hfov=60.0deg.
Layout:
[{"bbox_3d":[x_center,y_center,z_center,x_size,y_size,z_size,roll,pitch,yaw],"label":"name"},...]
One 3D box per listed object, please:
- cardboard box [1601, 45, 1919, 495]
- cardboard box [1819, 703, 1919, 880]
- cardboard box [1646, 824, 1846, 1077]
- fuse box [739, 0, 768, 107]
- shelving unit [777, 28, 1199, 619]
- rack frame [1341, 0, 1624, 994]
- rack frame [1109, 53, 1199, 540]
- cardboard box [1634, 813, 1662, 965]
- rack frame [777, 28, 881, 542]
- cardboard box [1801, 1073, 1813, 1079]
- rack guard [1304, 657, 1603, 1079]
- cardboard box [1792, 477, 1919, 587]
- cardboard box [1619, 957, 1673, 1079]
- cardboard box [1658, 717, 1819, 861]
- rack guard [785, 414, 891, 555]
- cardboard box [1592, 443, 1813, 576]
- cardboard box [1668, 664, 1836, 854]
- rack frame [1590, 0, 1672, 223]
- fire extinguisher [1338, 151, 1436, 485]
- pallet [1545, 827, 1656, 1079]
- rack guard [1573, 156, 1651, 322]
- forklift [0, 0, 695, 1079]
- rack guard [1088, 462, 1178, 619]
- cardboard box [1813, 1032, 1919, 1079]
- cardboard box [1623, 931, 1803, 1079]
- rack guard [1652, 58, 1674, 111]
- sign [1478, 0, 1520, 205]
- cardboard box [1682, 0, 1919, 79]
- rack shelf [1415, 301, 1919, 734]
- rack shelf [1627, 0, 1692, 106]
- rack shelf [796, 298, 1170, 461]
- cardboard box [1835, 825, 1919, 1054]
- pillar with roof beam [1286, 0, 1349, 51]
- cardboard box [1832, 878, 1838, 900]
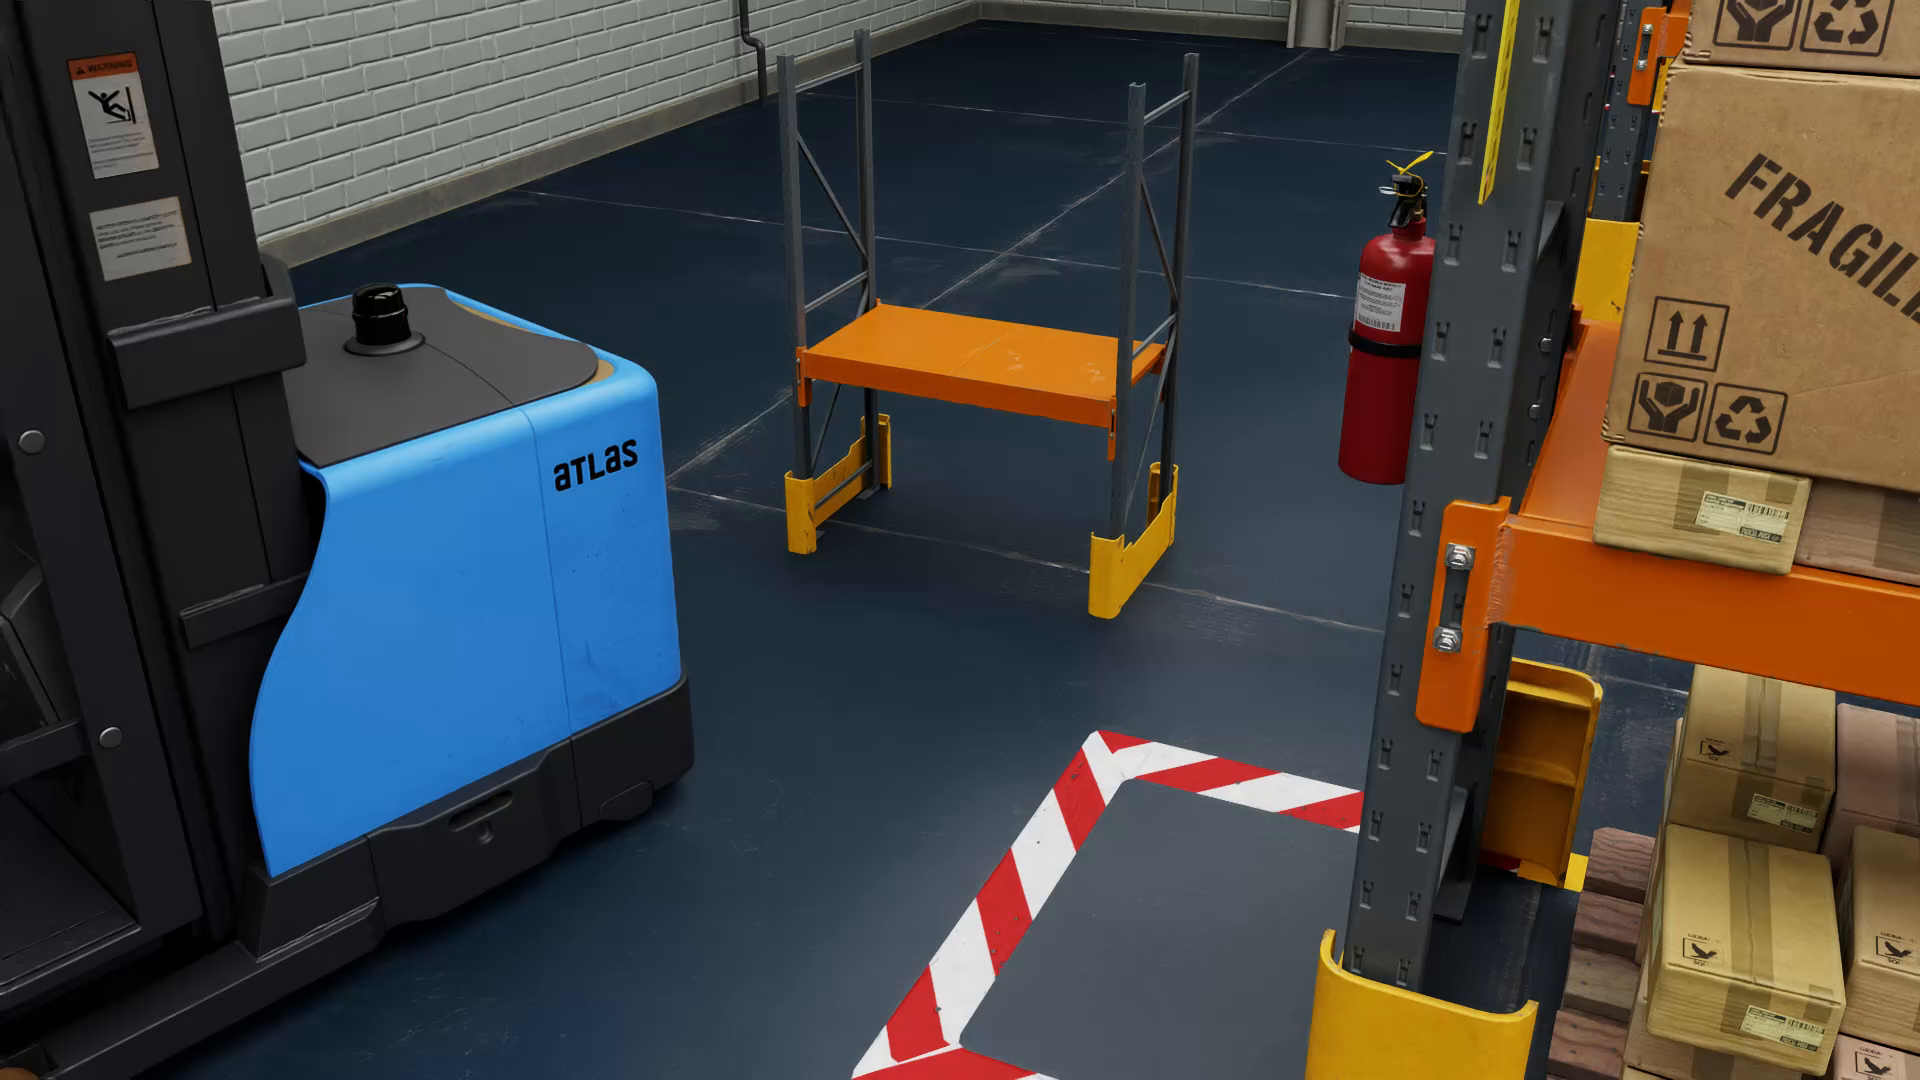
[{"bbox_3d":[1.196,-0.403,2.222,0.500,0.500,0.500,13,29,24],"label":"cardboard box"},{"bbox_3d":[1.693,0.470,2.978,0.250,0.149,0.380,12,29,23],"label":"cardboard box"},{"bbox_3d":[1.238,0.638,2.636,0.250,0.149,0.380,10,28,19],"label":"cardboard box"},{"bbox_3d":[-1.282,-3.688,10.804,0.414,1.711,0.539,11,28,22],"label":"fuse box"},{"bbox_3d":[0.069,-0.659,4.890,1.083,1.500,0.587,11,28,22],"label":"shelving unit"},{"bbox_3d":[0.901,-0.418,2.702,0.127,3.000,1.000,11,28,22],"label":"rack frame"},{"bbox_3d":[0.540,-0.564,4.698,0.032,1.500,0.500,11,28,22],"label":"rack frame"},{"bbox_3d":[1.467,0.685,3.214,0.250,0.149,0.380,12,29,23],"label":"cardboard box"},{"bbox_3d":[-0.385,-0.750,5.076,0.032,1.500,0.500,11,28,22],"label":"rack frame"},{"bbox_3d":[1.518,0.912,2.753,0.250,0.149,0.380,11,28,22],"label":"cardboard box"},{"bbox_3d":[0.970,0.718,3.226,0.348,0.500,1.175,11,28,22],"label":"rack guard"},{"bbox_3d":[1.309,-0.084,2.309,0.250,0.149,0.380,12,29,24],"label":"cardboard box"},{"bbox_3d":[1.246,0.897,2.783,0.250,0.149,0.380,12,29,23],"label":"cardboard box"},{"bbox_3d":[1.500,0.521,3.211,0.250,0.149,0.380,11,28,20],"label":"cardboard box"},{"bbox_3d":[-0.384,-0.189,5.351,0.087,0.250,0.587,11,28,22],"label":"rack guard"},{"bbox_3d":[1.060,-0.114,2.370,0.250,0.149,0.380,11,28,21],"label":"cardboard box"},{"bbox_3d":[1.488,0.401,3.118,0.250,0.149,0.380,12,29,22],"label":"cardboard box"},{"bbox_3d":[2.858,-2.427,6.783,0.127,3.000,1.000,11,28,22],"label":"rack frame"},{"bbox_3d":[0.863,-0.447,3.272,0.183,0.674,0.296,11,28,22],"label":"fire extinguisher"},{"bbox_3d":[1.695,1.010,2.960,1.213,0.211,1.003,11,28,22],"label":"pallet"},{"bbox_3d":[2.836,-1.309,7.344,0.348,0.500,1.175,11,28,22],"label":"rack guard"},{"bbox_3d":[-2.014,-0.390,2.723,1.130,2.935,3.031,23,34,38],"label":"forklift"},{"bbox_3d":[0.523,-0.007,4.982,0.087,0.250,0.587,11,28,22],"label":"rack guard"},{"bbox_3d":[1.498,0.811,2.622,0.250,0.149,0.380,11,28,22],"label":"cardboard box"},{"bbox_3d":[1.272,0.738,2.769,0.250,0.149,0.380,13,29,24],"label":"cardboard box"},{"bbox_3d":[4.979,-3.288,11.362,0.348,0.500,1.175,11,28,22],"label":"rack guard"},{"bbox_3d":[0.677,-0.588,2.068,0.005,0.325,0.100,11,28,22],"label":"sign"},{"bbox_3d":[1.200,-0.856,2.010,0.500,0.500,0.500,11,28,21],"label":"cardboard box"},{"bbox_3d":[2.722,0.271,2.119,4.000,0.370,1.077,11,28,22],"label":"rack shelf"},{"bbox_3d":[4.679,-1.738,6.199,4.000,0.370,1.077,11,28,22],"label":"rack shelf"},{"bbox_3d":[0.078,-0.496,4.966,1.000,0.185,0.538,11,28,22],"label":"rack shelf"},{"bbox_3d":[1.538,0.640,2.632,0.250,0.149,0.380,12,29,23],"label":"cardboard box"},{"bbox_3d":[1.046,-6.239,7.734,0.400,9.000,9.100,11,28,22],"label":"pillar with roof beam"},{"bbox_3d":[1.715,0.591,3.070,0.250,0.149,0.380,11,28,21],"label":"cardboard box"}]
